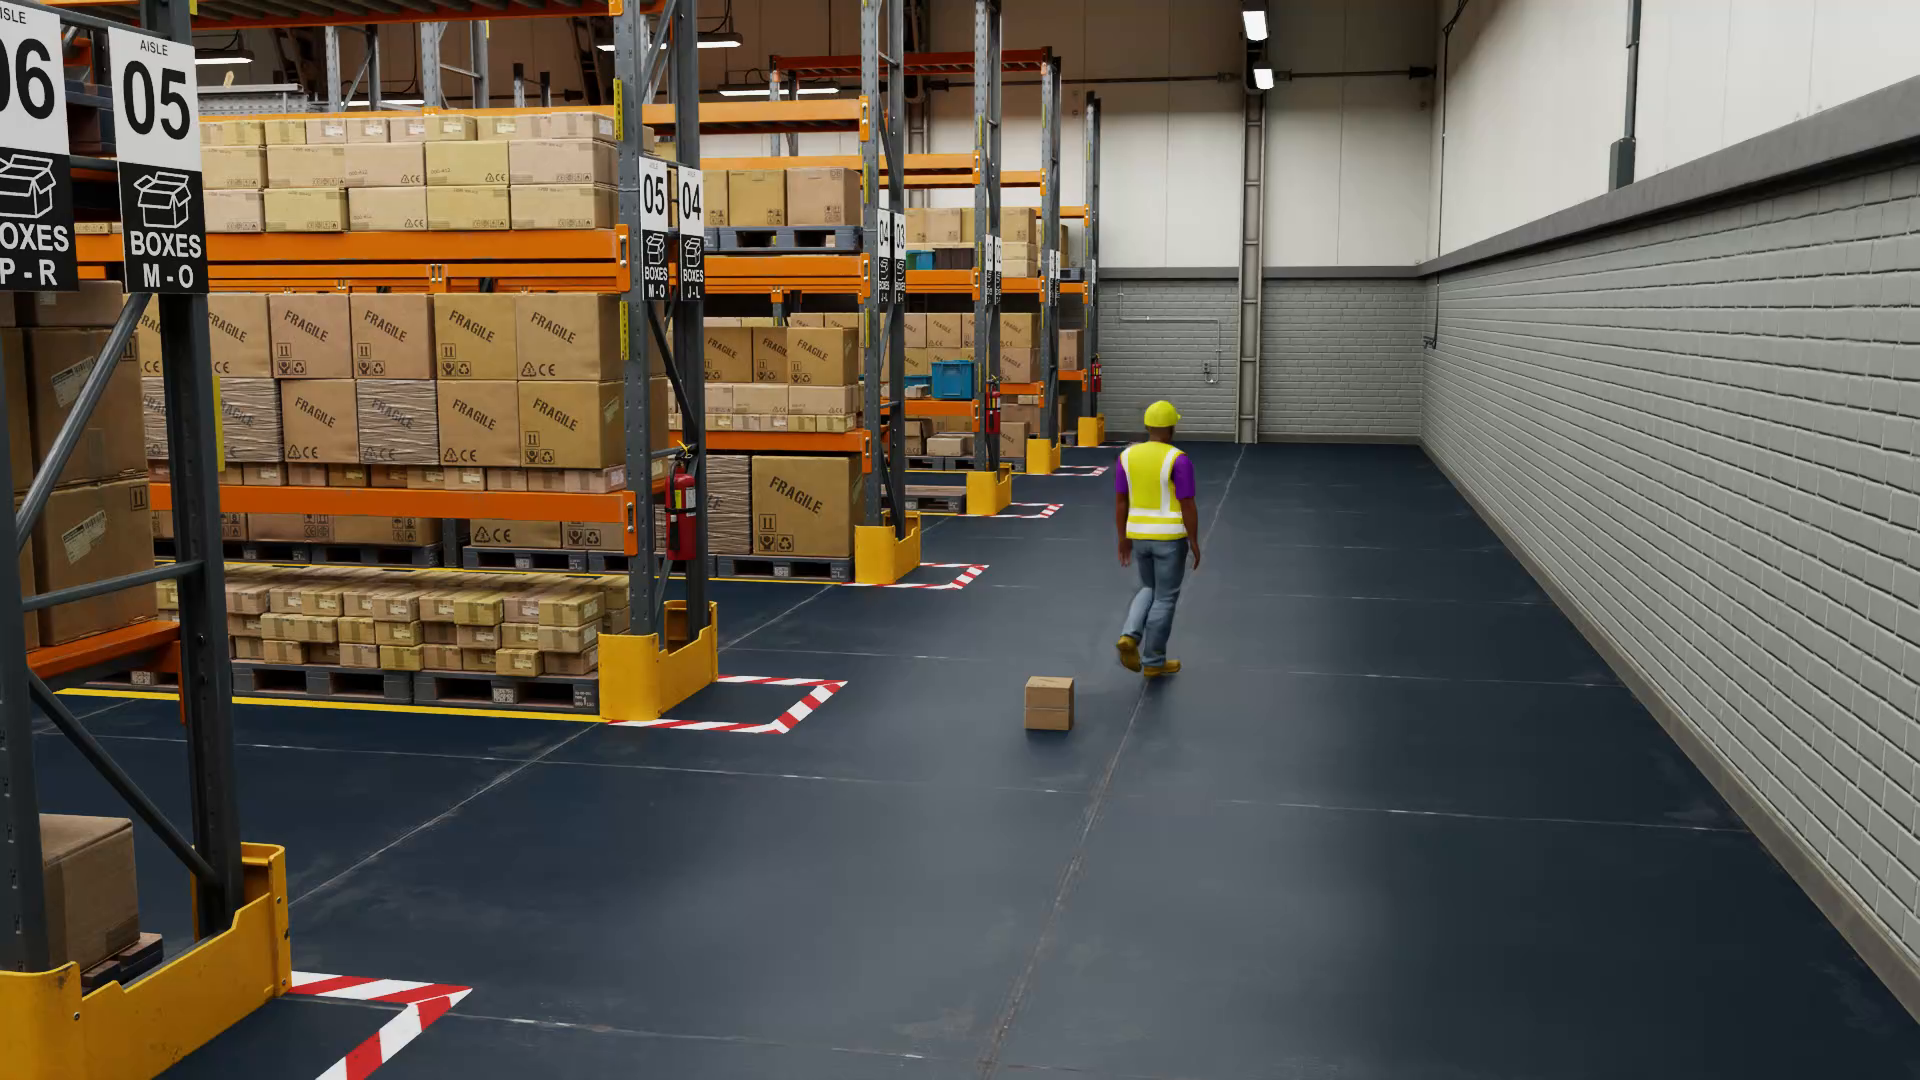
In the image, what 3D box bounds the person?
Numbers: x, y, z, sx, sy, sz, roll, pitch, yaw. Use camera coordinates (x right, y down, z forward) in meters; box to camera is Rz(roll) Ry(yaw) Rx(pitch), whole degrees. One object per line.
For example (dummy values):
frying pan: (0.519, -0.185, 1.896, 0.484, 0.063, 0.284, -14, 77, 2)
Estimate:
person: (1.265, -0.007, 10.605, 0.563, 1.762, 0.474, 7, 11, 42)
